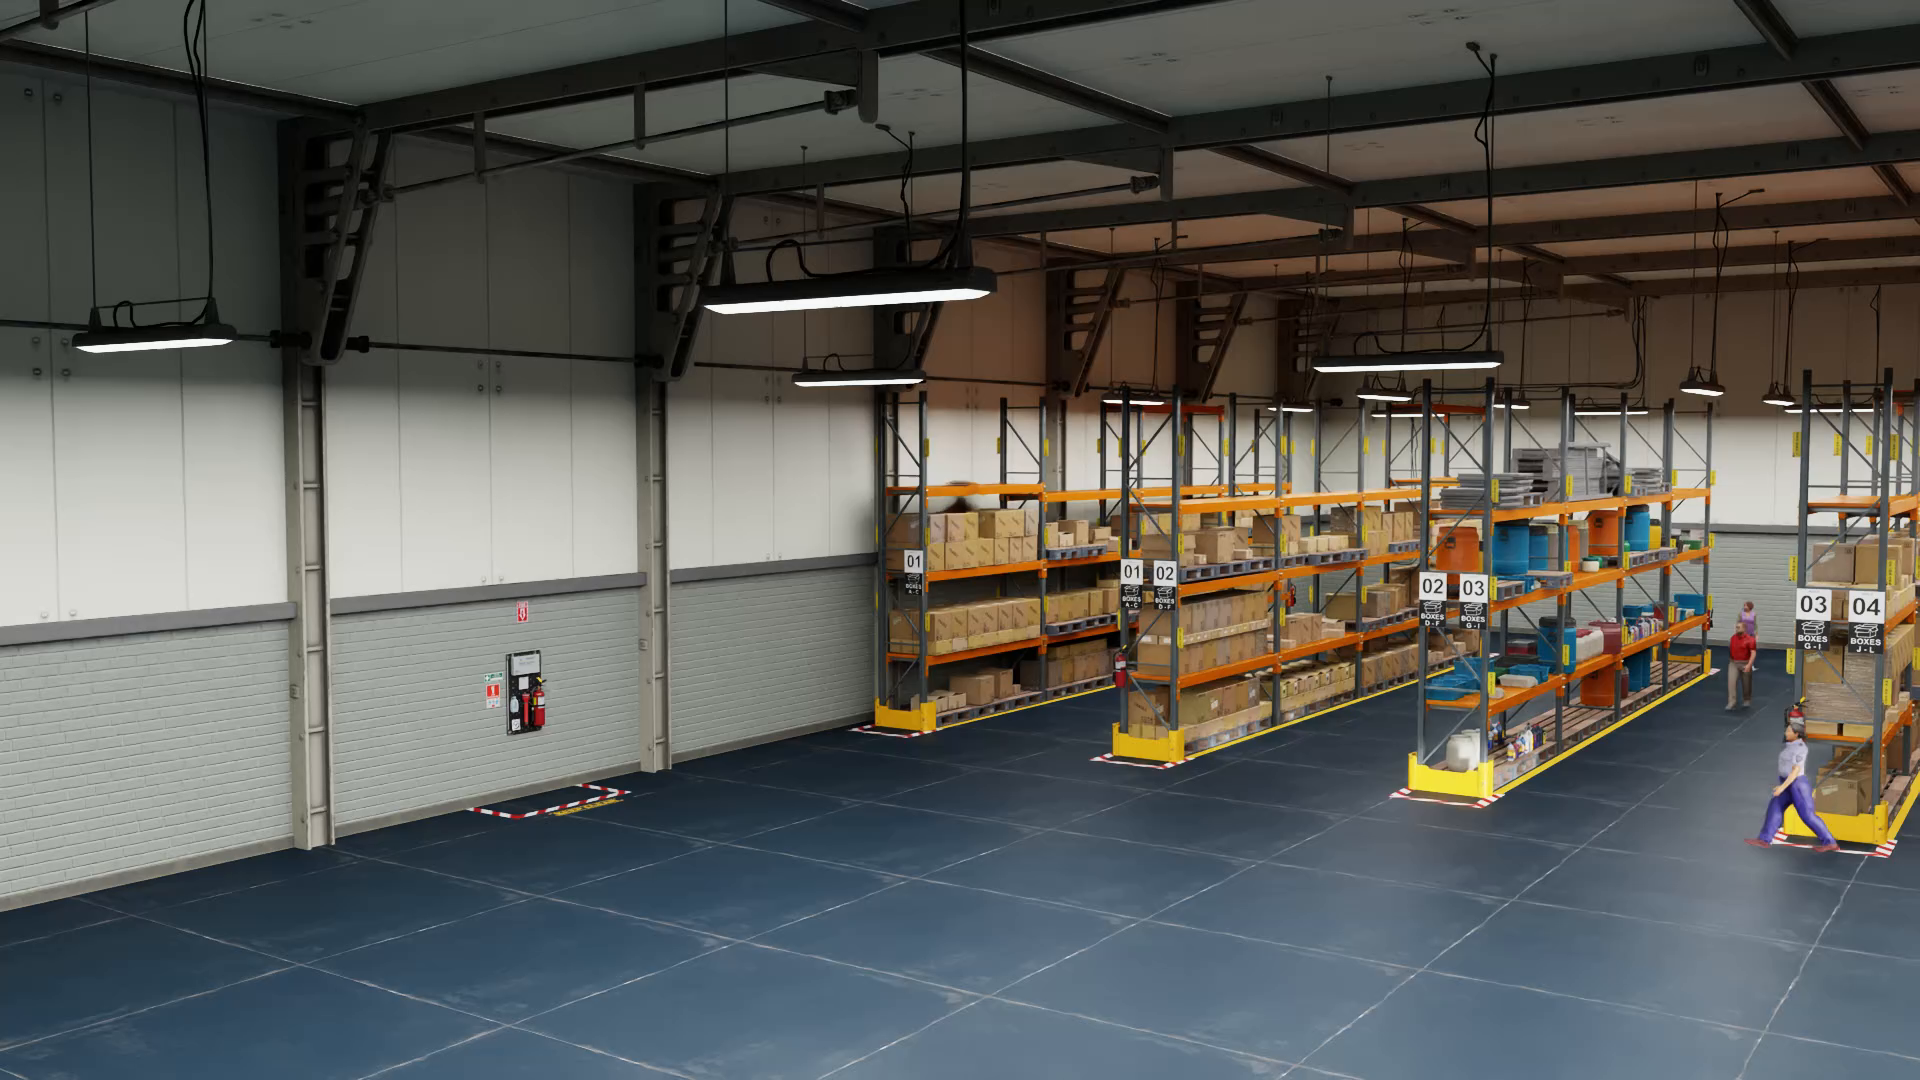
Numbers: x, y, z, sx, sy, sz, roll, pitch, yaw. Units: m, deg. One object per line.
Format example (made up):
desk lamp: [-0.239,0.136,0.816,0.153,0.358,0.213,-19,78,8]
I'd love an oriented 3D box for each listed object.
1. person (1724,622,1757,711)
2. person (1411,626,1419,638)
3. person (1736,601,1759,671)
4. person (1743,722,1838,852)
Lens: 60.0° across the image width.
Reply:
person: [14.866,2.396,31.607,0.496,1.671,1.060,2,4,33]
person: [11.413,1.824,41.315,0.597,1.791,0.666,-1,3,-20]
person: [17.748,2.136,37.515,0.512,1.549,0.854,0,3,6]
person: [10.292,3.095,20.572,0.996,1.517,0.485,1,3,11]
